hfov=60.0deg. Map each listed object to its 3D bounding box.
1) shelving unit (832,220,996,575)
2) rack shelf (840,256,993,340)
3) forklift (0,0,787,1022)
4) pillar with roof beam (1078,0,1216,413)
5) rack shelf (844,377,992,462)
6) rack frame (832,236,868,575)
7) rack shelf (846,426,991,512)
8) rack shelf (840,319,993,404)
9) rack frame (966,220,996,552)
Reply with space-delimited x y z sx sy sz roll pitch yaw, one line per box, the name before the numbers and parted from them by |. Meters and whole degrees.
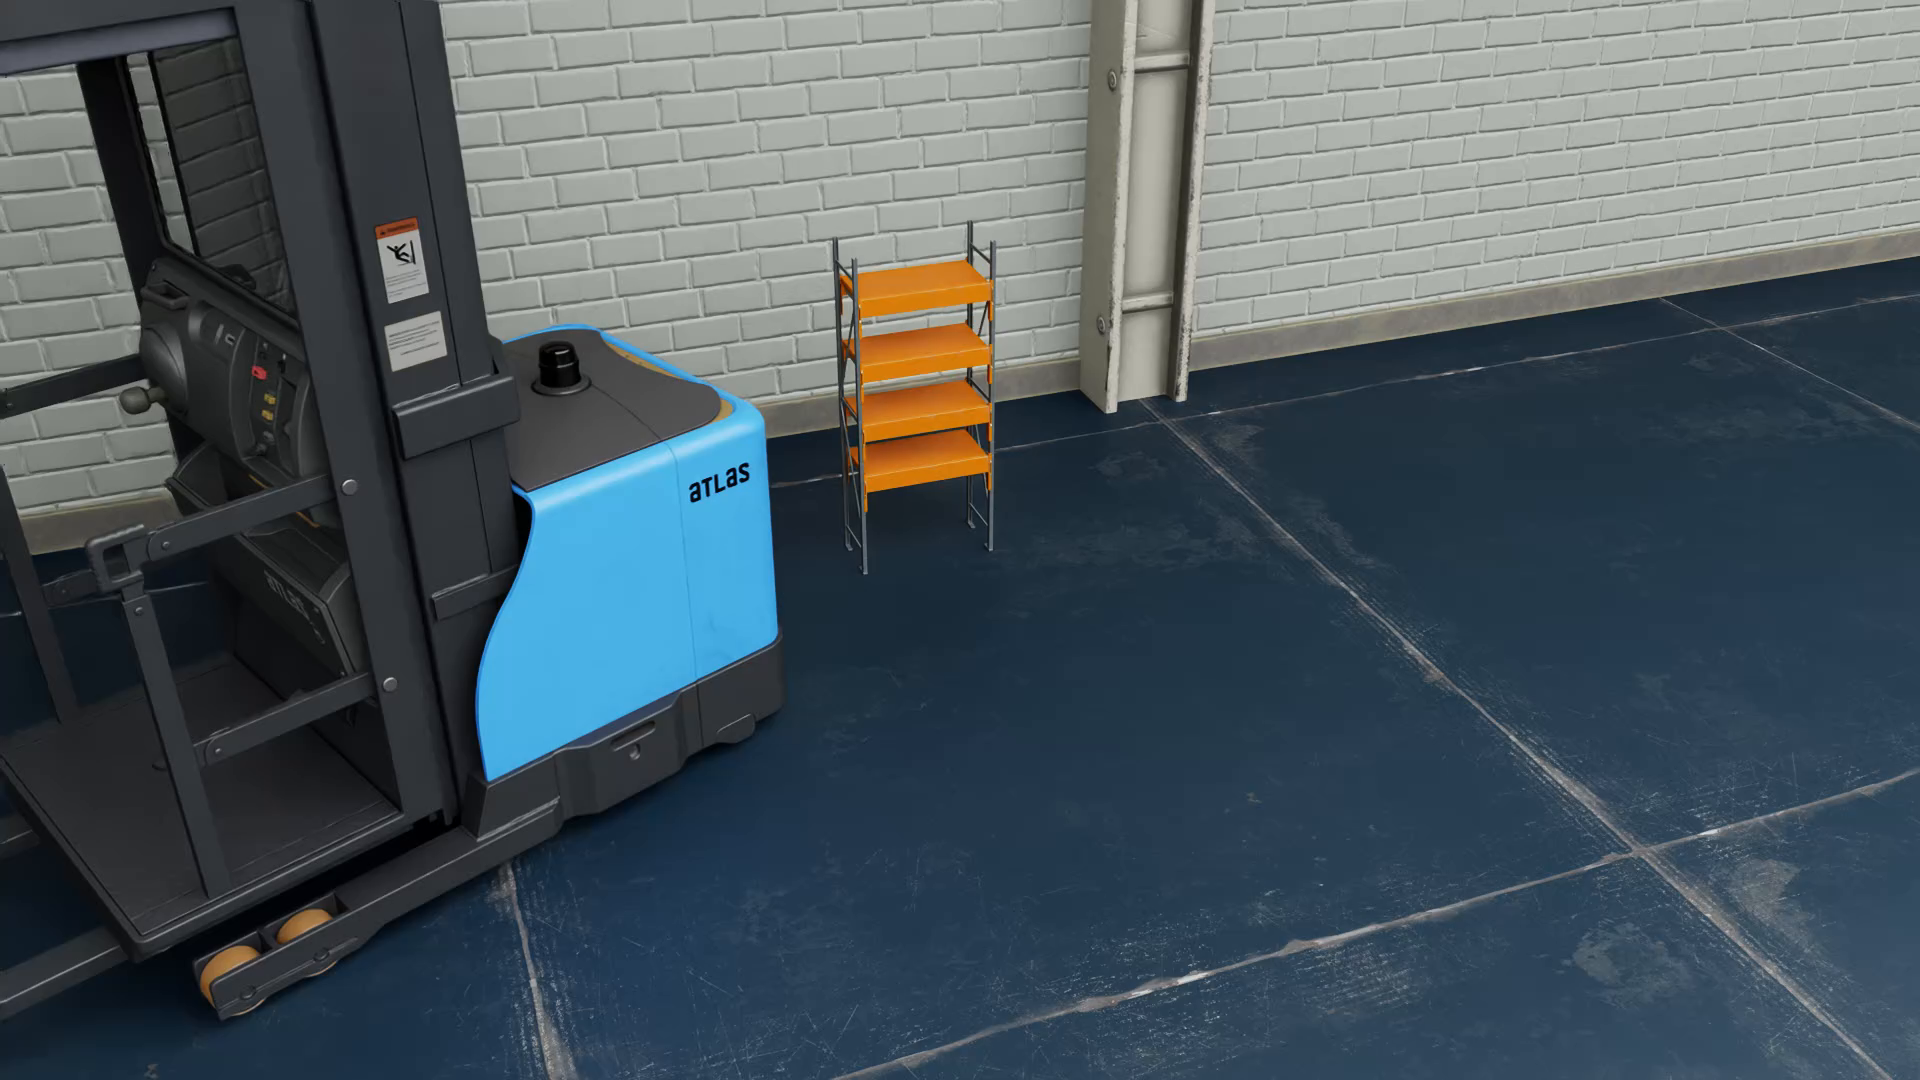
shelving unit | -0.155 -0.493 5.903 0.503 1.200 0.258 -10 31 -18
rack shelf | -0.155 -0.834 5.708 0.480 0.148 0.258 -10 31 -18
forklift | -1.952 -0.376 3.949 3.031 2.935 1.130 -26 38 -37
pillar with roof beam | 2.264 -2.567 1.665 0.400 9.000 9.100 -10 31 -18
rack shelf | -0.155 -0.434 5.936 0.480 0.148 0.258 -10 31 -18
rack frame | -0.384 -0.451 5.829 0.015 1.200 0.240 -10 31 -18
rack shelf | -0.155 -0.262 6.034 0.480 0.148 0.258 -10 31 -18
rack shelf | -0.155 -0.629 5.825 0.480 0.148 0.258 -10 31 -18
rack frame | 0.074 -0.535 5.977 0.015 1.200 0.240 -10 31 -18
